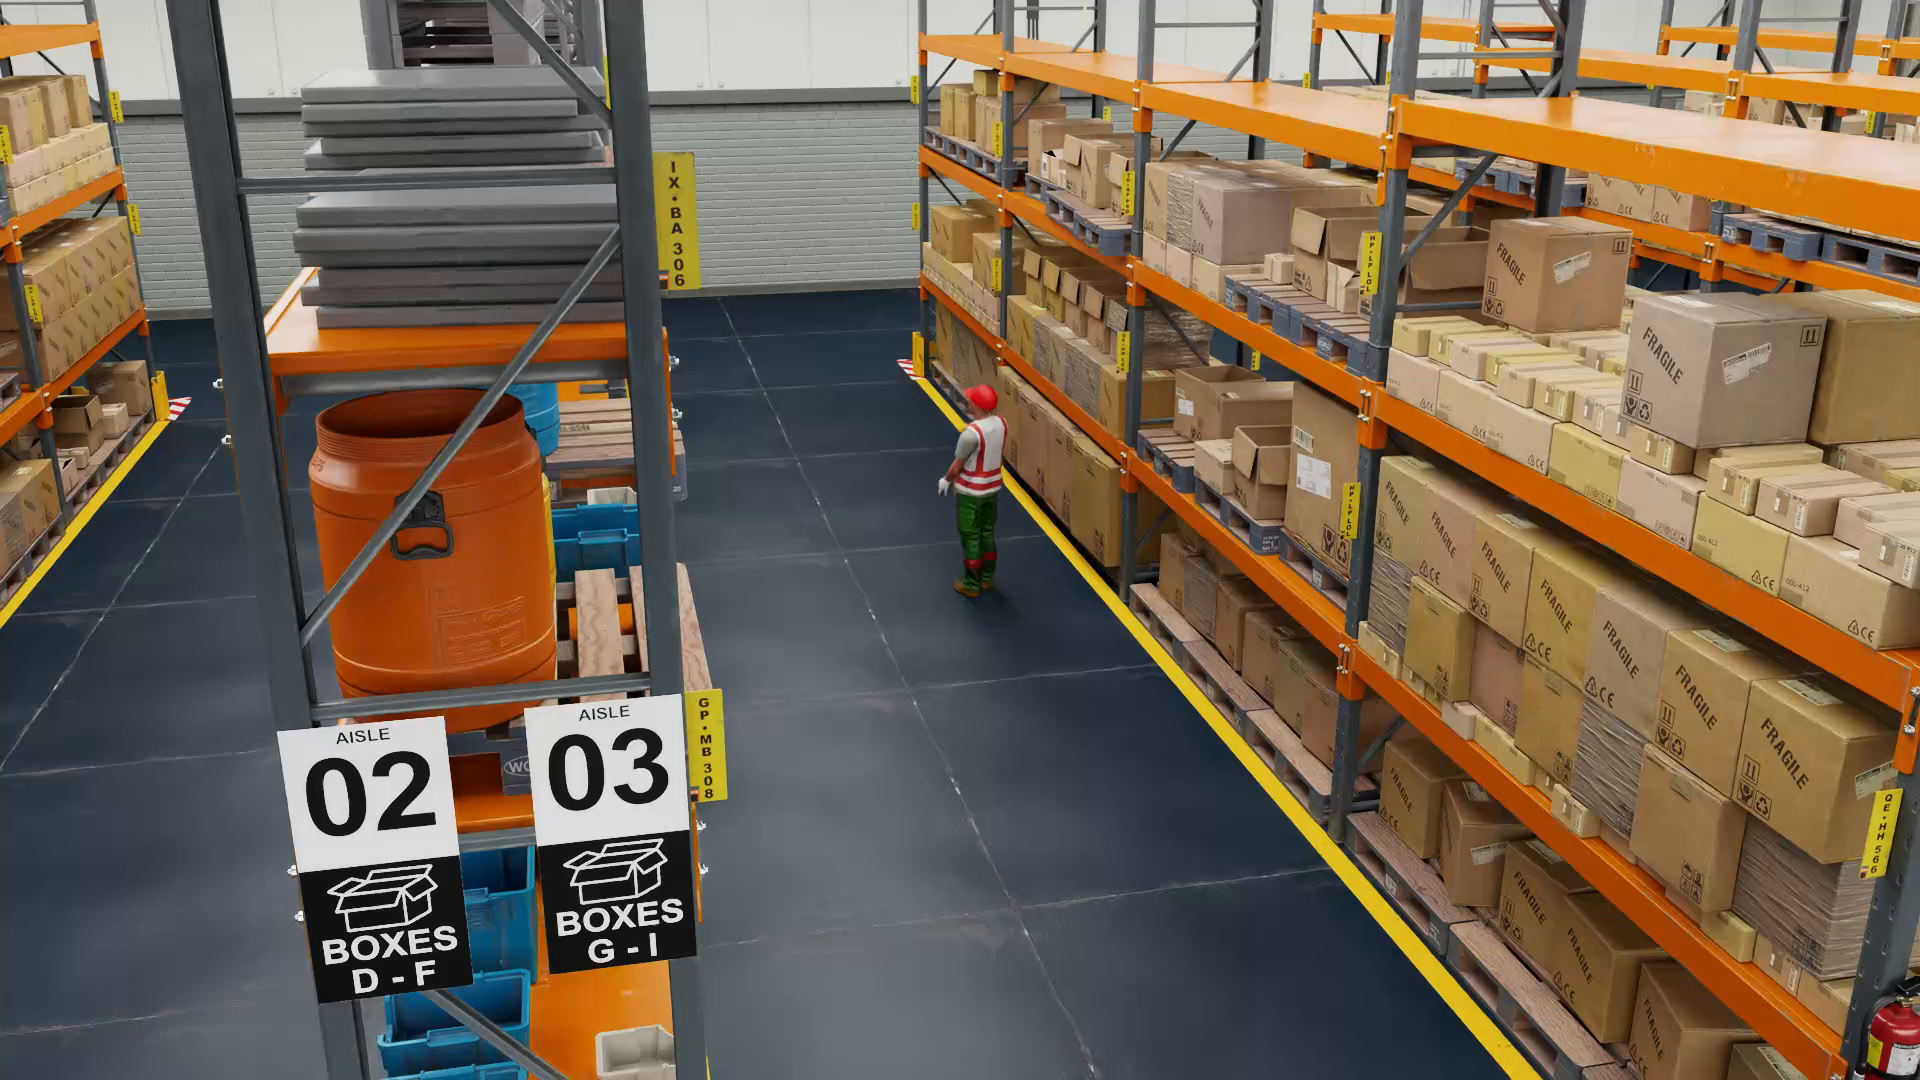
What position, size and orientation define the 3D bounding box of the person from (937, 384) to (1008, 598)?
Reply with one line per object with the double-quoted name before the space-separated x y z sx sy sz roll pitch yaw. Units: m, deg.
"person" 0.108 -0.415 13.517 0.508 1.791 0.566 16 25 37
